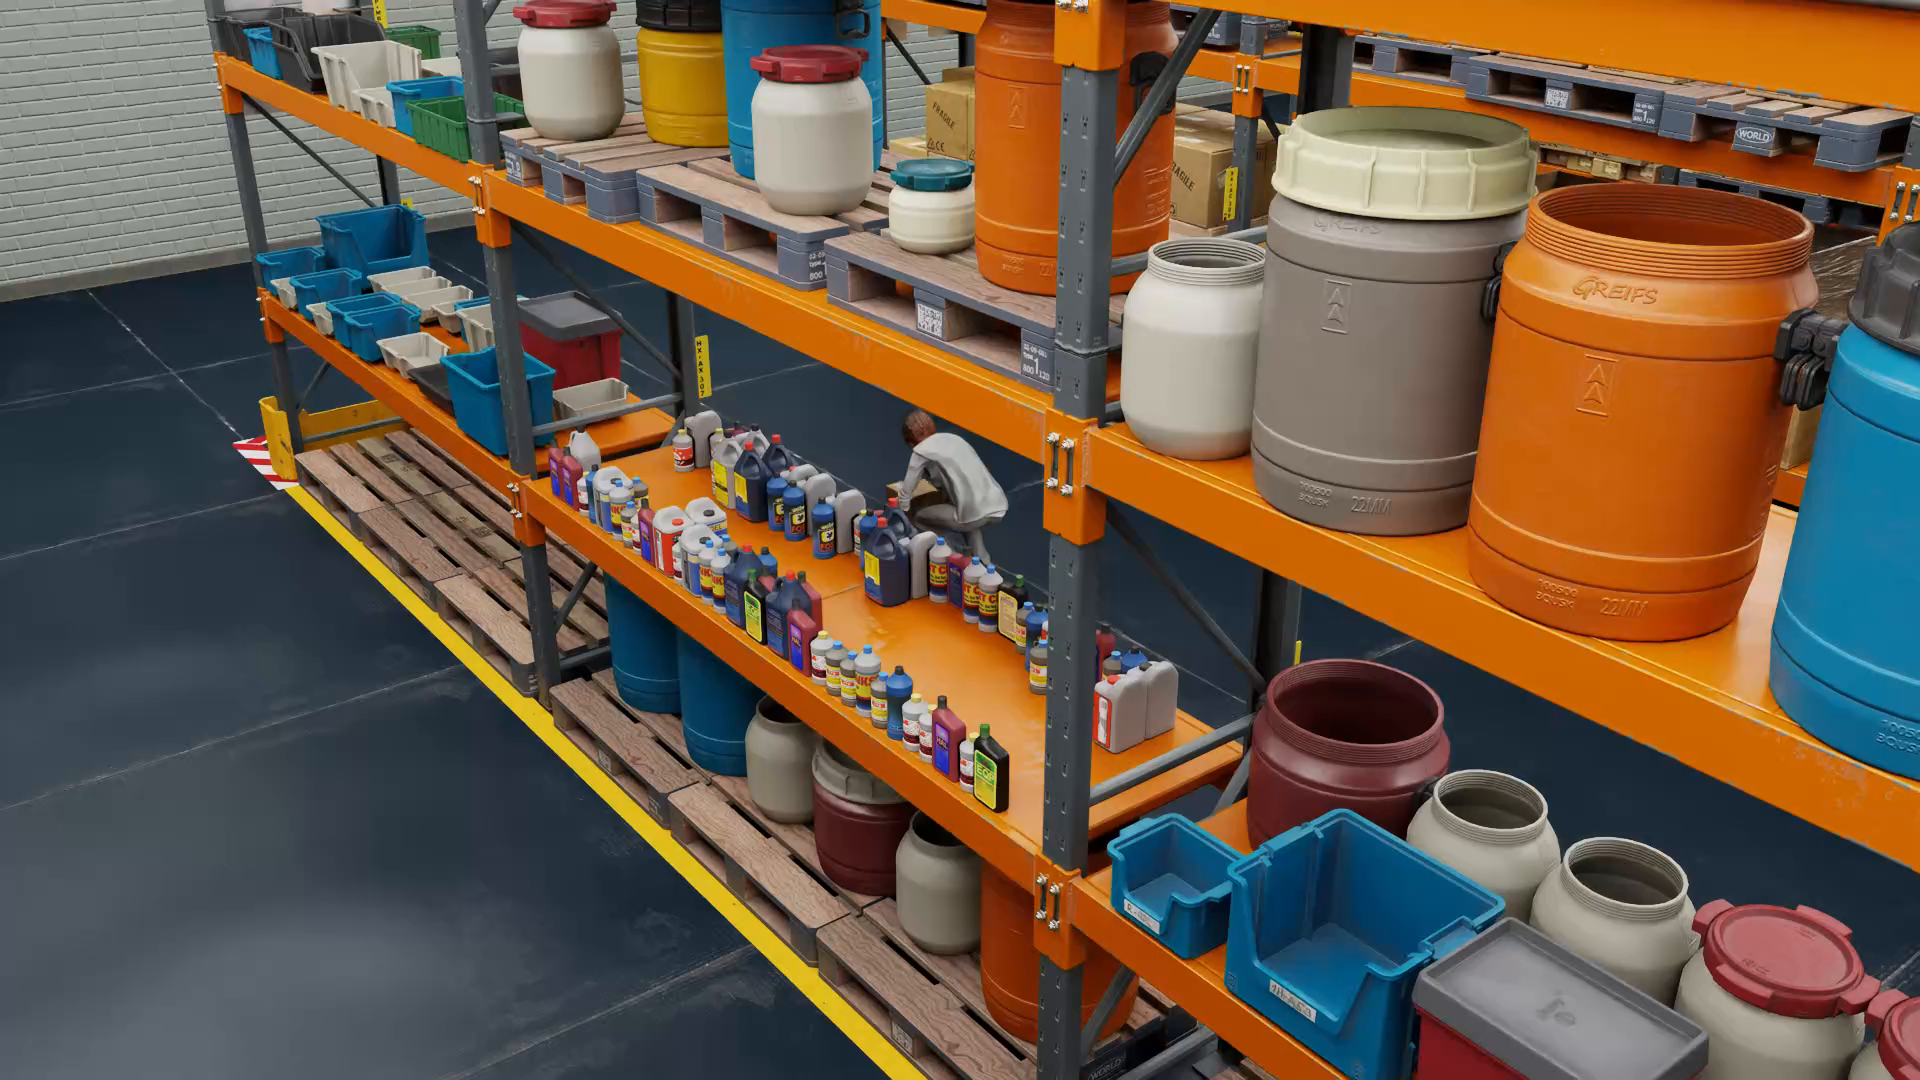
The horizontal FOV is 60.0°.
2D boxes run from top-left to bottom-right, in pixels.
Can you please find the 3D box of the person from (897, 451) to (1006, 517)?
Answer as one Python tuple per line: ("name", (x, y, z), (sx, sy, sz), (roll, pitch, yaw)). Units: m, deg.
("person", (-0.033, -0.337, 9.721), (0.434, 0.463, 0.644), (-18, 31, -34))
